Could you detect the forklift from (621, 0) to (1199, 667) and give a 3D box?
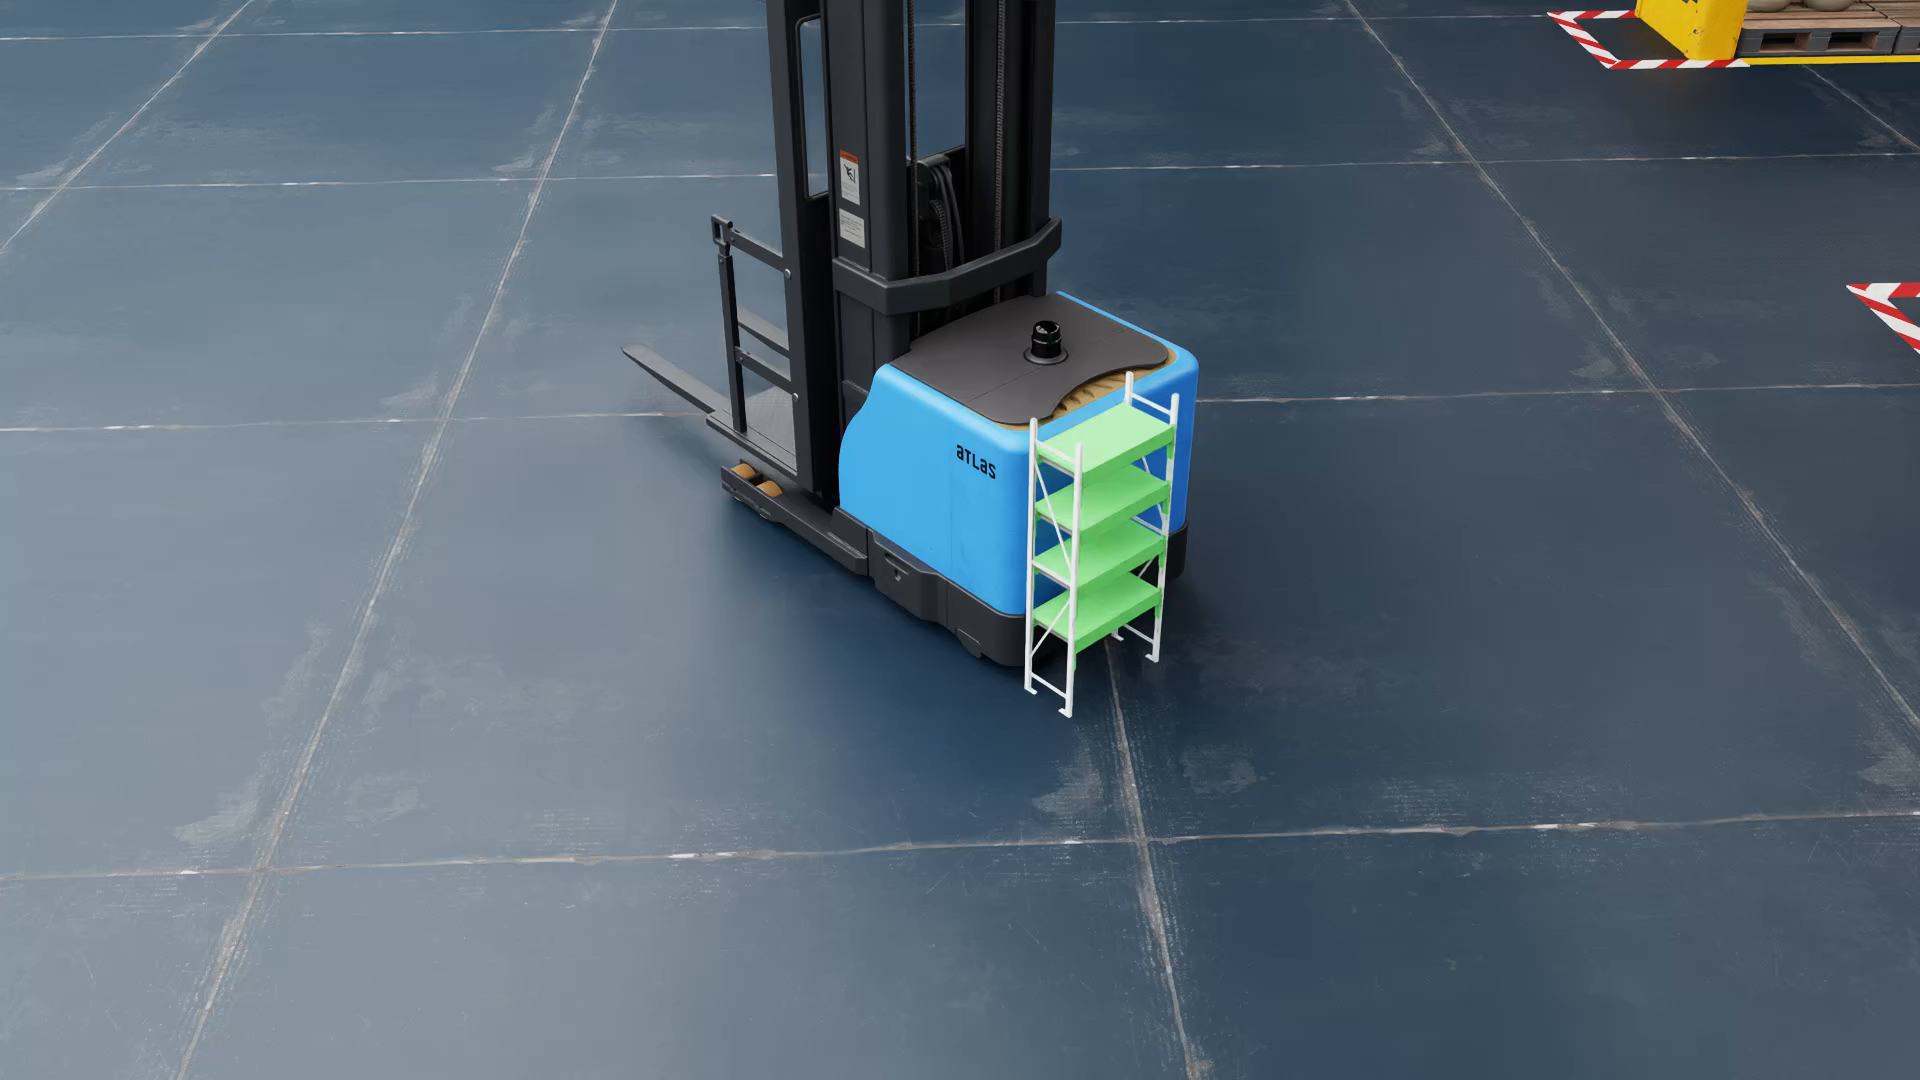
[{"bbox_3d":[-0.422,-1.471,6.800,1.130,2.935,3.031,-27,43,-33],"label":"forklift"}]

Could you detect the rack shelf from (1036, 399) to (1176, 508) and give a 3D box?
[{"bbox_3d":[0.510,-0.313,5.915,0.480,0.148,0.258,-28,43,-34],"label":"rack shelf"}]

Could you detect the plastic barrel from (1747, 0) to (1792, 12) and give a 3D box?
[{"bbox_3d":[6.187,-4.333,12.692,0.421,0.512,0.421,0,35,0],"label":"plastic barrel"}]

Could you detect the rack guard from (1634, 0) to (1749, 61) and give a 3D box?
[{"bbox_3d":[5.607,-4.123,12.768,0.348,0.500,1.175,-2,35,-2],"label":"rack guard"}]

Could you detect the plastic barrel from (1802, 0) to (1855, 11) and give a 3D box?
[{"bbox_3d":[6.688,-4.346,12.711,0.421,0.512,0.421,0,35,0],"label":"plastic barrel"}]

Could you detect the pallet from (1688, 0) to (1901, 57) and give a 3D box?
[{"bbox_3d":[6.419,-4.023,12.877,1.213,0.211,1.003,-2,35,-2],"label":"pallet"}]

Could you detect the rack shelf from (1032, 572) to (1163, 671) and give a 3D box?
[{"bbox_3d":[0.515,0.281,6.321,0.480,0.148,0.258,-28,43,-34],"label":"rack shelf"}]

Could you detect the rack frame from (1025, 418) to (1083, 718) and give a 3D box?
[{"bbox_3d":[0.333,0.124,6.014,0.015,1.200,0.240,-28,43,-34],"label":"rack frame"}]

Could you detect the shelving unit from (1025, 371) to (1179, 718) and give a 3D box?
[{"bbox_3d":[0.513,0.030,6.150,0.503,1.200,0.258,-28,43,-34],"label":"shelving unit"}]

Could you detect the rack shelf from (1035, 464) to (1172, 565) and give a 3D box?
[{"bbox_3d":[0.512,-0.115,6.050,0.480,0.148,0.258,-28,43,-34],"label":"rack shelf"}]

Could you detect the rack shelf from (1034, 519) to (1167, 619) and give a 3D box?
[{"bbox_3d":[0.513,0.083,6.186,0.480,0.148,0.258,-28,43,-34],"label":"rack shelf"}]

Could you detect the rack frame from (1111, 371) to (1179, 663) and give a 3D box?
[{"bbox_3d":[0.692,-0.064,6.285,0.015,1.200,0.240,-28,43,-34],"label":"rack frame"}]

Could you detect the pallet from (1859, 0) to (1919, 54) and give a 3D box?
[{"bbox_3d":[7.634,-4.054,12.922,1.213,0.211,1.003,-2,35,-2],"label":"pallet"}]
